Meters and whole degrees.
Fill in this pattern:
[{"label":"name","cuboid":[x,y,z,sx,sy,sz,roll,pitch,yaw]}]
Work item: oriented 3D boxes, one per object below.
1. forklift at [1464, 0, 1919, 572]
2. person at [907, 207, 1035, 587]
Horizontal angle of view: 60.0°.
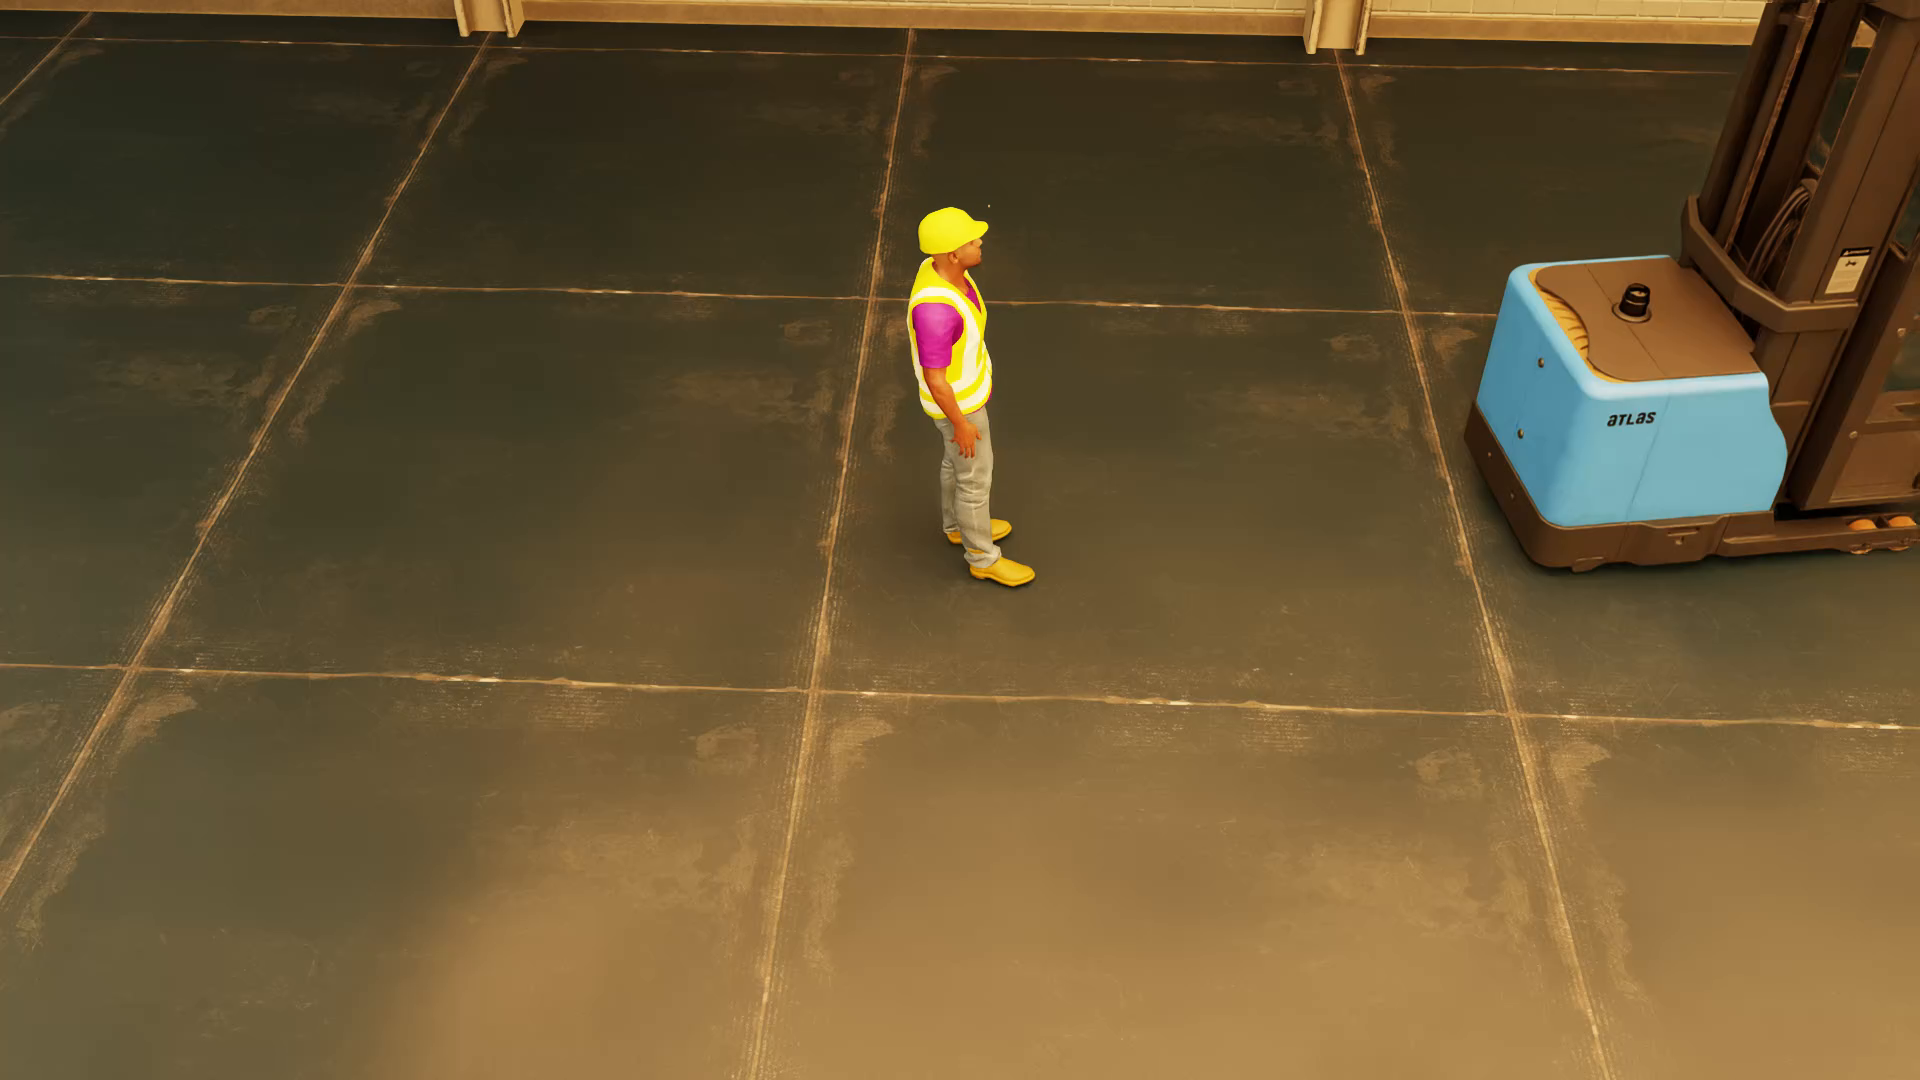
[{"label":"forklift","cuboid":[4.089,-1.369,7.241,3.031,2.935,1.130,-5,43,-5]},{"label":"person","cuboid":[0.069,-0.651,7.309,0.577,1.765,0.665,2,42,2]}]
